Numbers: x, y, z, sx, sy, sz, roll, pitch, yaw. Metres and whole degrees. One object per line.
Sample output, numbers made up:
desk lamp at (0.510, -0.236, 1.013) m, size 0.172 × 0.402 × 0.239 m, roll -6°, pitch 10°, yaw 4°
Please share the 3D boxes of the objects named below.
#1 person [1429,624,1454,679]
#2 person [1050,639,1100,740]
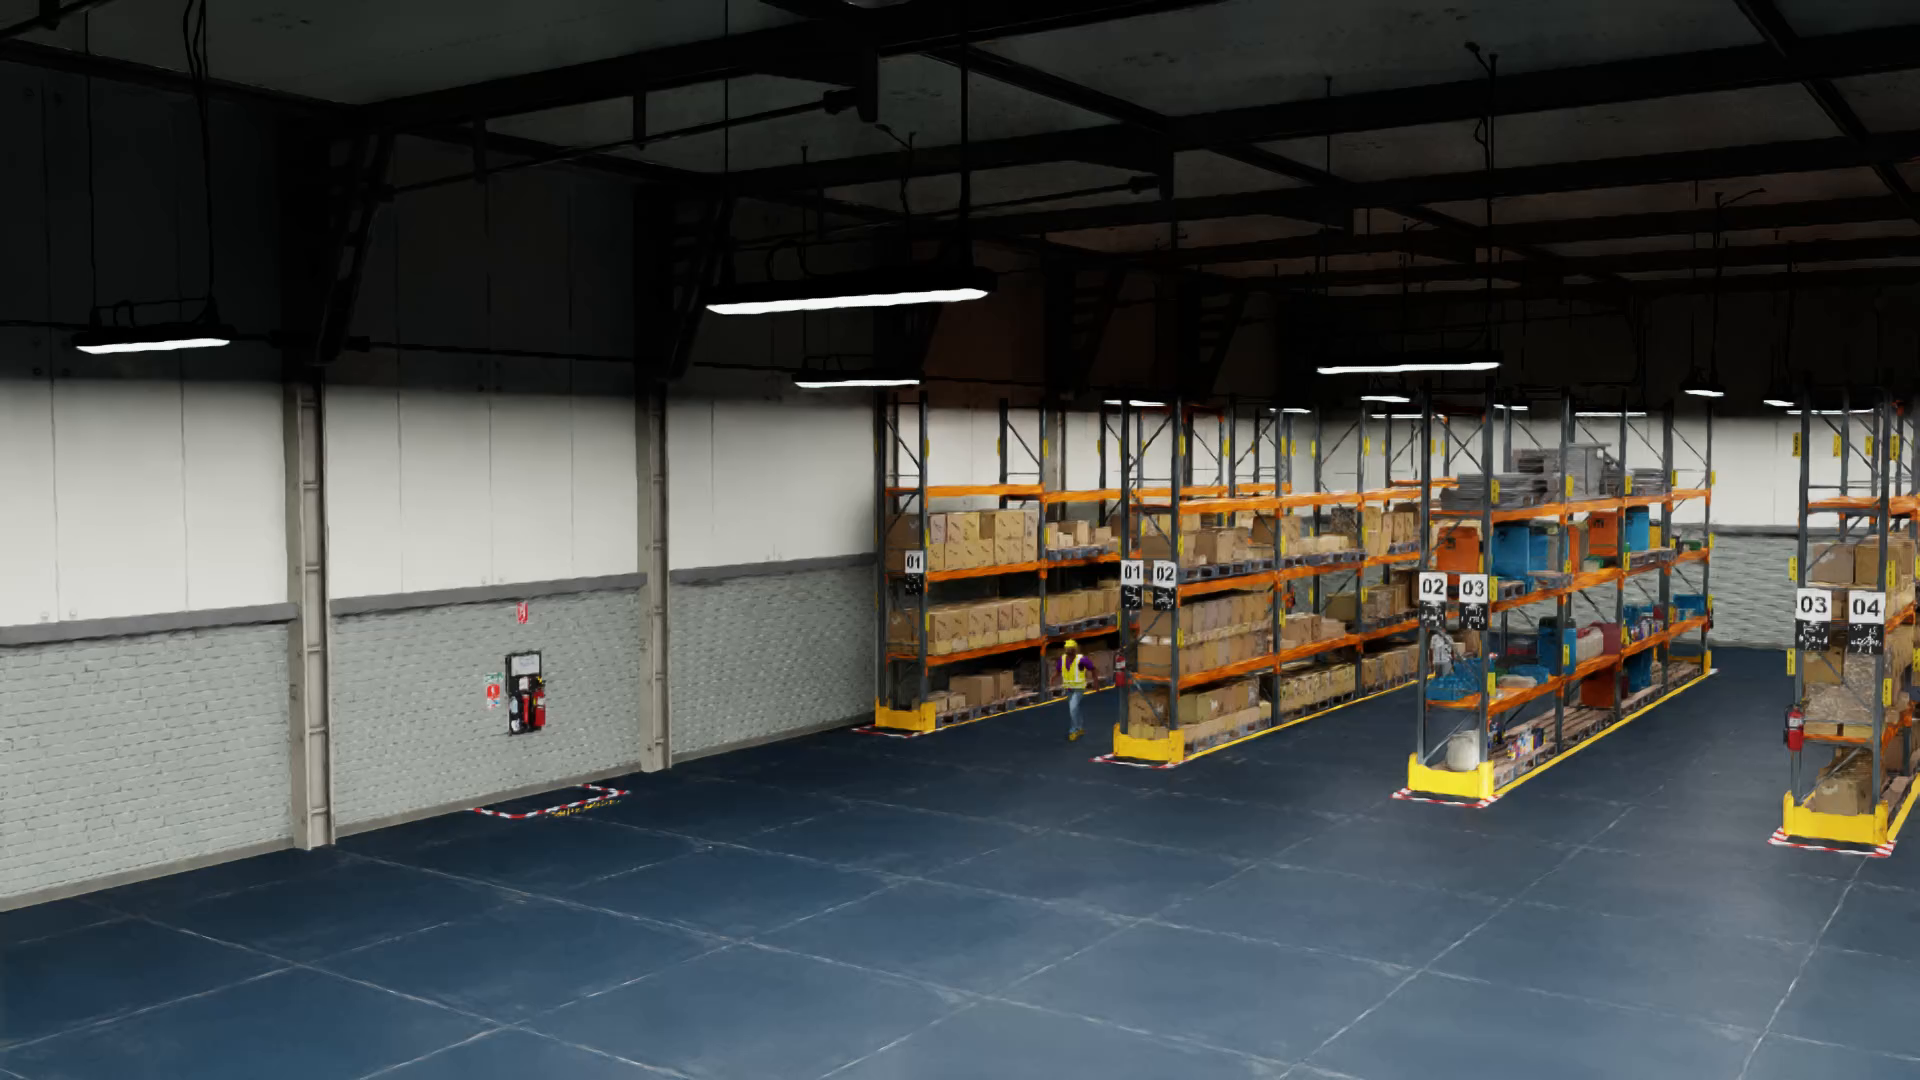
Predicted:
person at (9.422, 2.381, 32.554) m, size 0.455 × 1.587 × 1.088 m, roll 2°, pitch 4°, yaw 33°
person at (1.976, 2.551, 28.771) m, size 0.738 × 1.701 × 0.830 m, roll 3°, pitch 4°, yaw 40°
